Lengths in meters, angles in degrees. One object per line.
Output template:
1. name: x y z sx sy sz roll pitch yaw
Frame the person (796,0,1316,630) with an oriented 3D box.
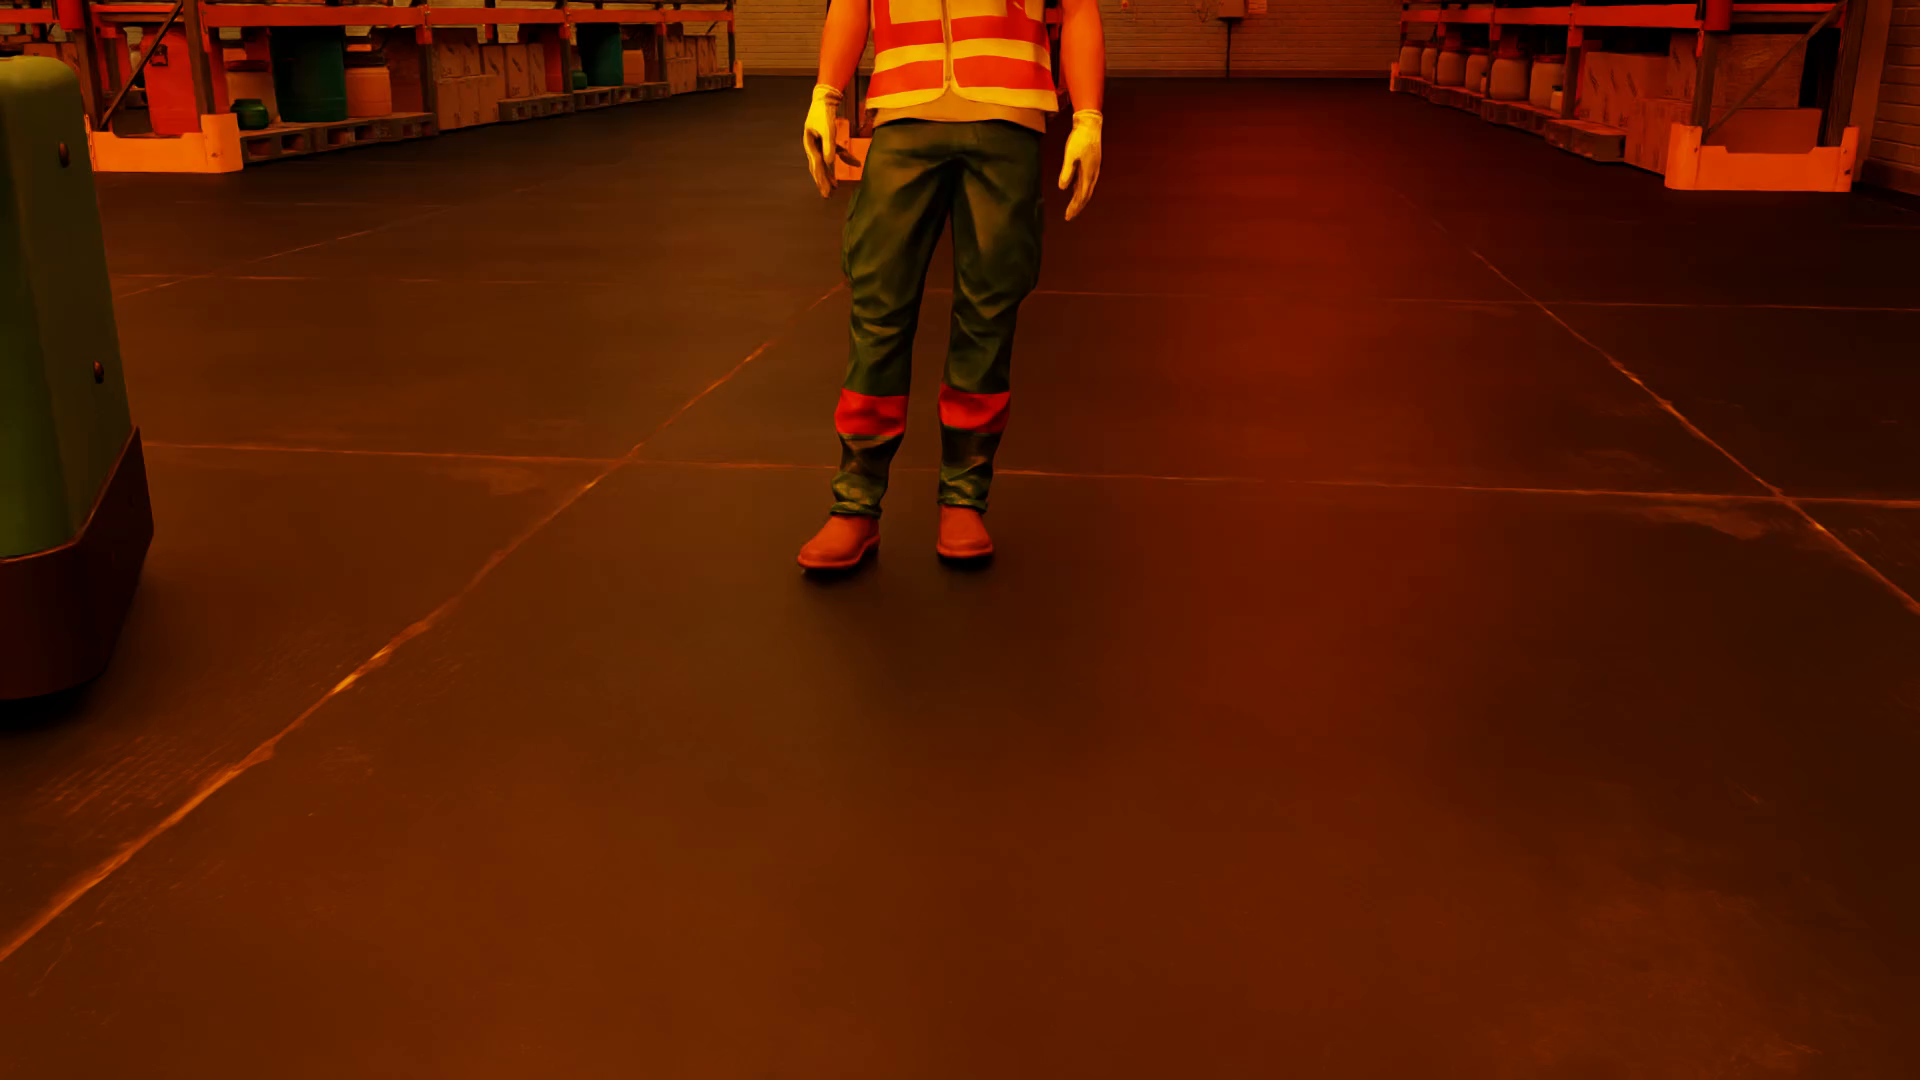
1. person: 0.210 -0.628 3.268 0.872 1.545 1.007 14 22 38

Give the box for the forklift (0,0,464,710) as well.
1. forklift: -2.485 -1.134 2.549 3.031 2.935 1.130 -6 18 -19
